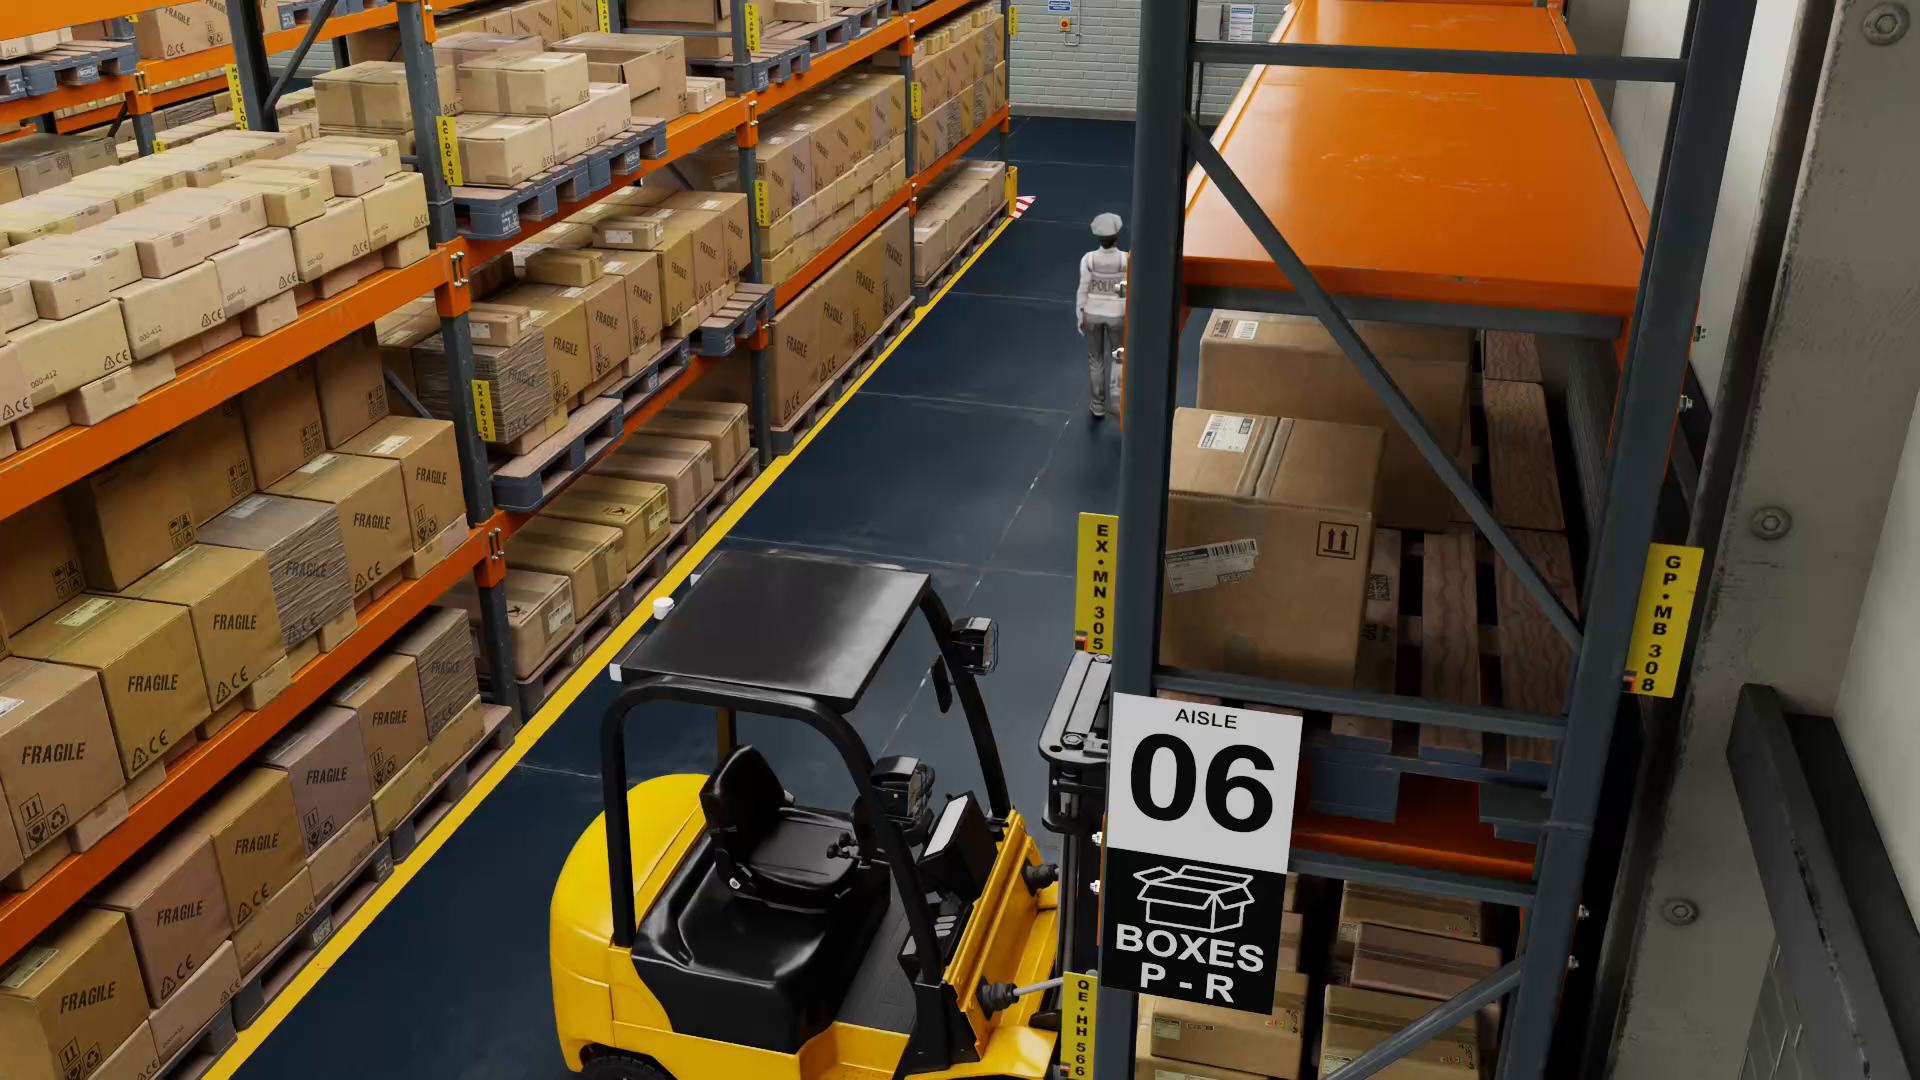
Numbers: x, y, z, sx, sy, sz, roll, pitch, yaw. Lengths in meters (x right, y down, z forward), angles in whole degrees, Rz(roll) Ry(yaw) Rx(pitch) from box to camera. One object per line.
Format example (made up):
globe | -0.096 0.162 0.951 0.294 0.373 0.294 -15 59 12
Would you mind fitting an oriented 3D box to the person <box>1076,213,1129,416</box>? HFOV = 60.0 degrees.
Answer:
person | 1.176 -1.790 13.367 0.482 1.679 0.476 1 25 2
